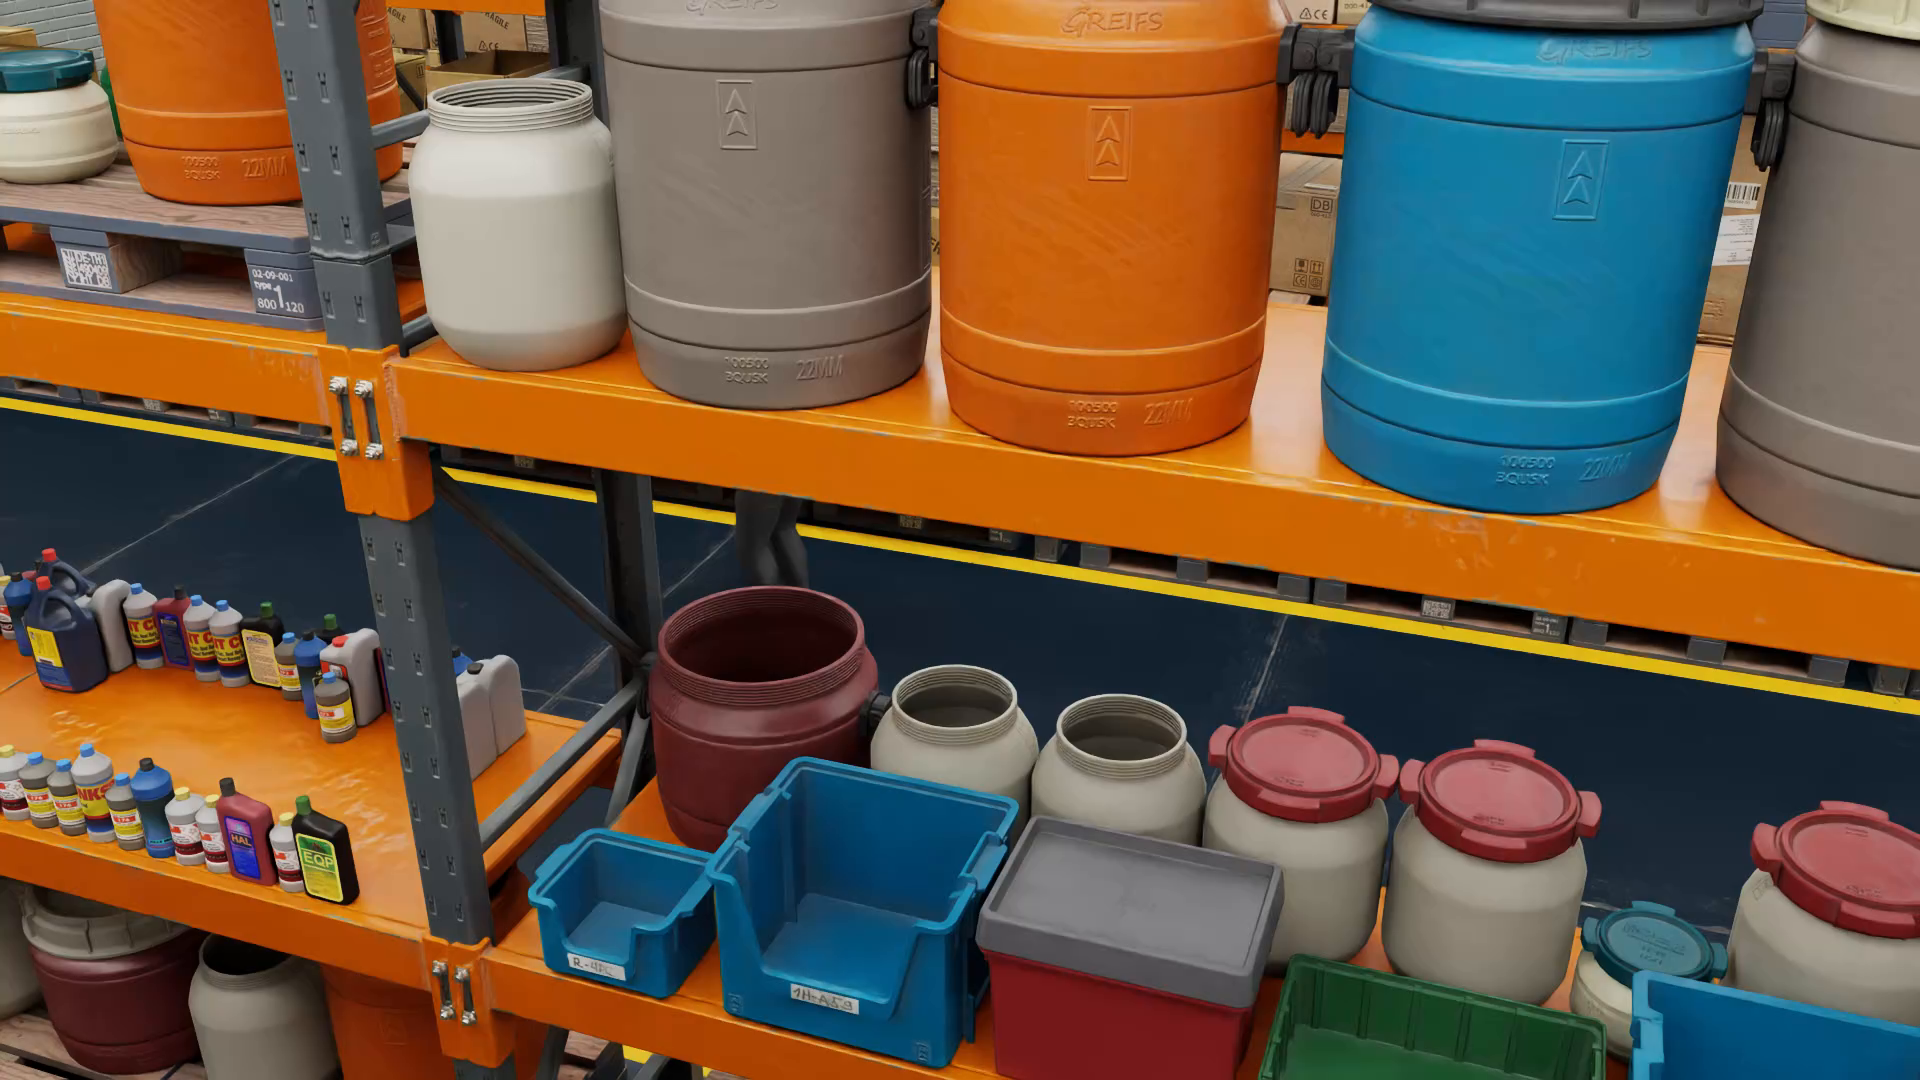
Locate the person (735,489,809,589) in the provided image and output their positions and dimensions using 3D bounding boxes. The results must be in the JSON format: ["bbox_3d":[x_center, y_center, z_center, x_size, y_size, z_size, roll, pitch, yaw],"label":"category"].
[{"bbox_3d":[-0.960,-0.334,7.818,0.510,1.651,0.451,11,28,21],"label":"person"}]
